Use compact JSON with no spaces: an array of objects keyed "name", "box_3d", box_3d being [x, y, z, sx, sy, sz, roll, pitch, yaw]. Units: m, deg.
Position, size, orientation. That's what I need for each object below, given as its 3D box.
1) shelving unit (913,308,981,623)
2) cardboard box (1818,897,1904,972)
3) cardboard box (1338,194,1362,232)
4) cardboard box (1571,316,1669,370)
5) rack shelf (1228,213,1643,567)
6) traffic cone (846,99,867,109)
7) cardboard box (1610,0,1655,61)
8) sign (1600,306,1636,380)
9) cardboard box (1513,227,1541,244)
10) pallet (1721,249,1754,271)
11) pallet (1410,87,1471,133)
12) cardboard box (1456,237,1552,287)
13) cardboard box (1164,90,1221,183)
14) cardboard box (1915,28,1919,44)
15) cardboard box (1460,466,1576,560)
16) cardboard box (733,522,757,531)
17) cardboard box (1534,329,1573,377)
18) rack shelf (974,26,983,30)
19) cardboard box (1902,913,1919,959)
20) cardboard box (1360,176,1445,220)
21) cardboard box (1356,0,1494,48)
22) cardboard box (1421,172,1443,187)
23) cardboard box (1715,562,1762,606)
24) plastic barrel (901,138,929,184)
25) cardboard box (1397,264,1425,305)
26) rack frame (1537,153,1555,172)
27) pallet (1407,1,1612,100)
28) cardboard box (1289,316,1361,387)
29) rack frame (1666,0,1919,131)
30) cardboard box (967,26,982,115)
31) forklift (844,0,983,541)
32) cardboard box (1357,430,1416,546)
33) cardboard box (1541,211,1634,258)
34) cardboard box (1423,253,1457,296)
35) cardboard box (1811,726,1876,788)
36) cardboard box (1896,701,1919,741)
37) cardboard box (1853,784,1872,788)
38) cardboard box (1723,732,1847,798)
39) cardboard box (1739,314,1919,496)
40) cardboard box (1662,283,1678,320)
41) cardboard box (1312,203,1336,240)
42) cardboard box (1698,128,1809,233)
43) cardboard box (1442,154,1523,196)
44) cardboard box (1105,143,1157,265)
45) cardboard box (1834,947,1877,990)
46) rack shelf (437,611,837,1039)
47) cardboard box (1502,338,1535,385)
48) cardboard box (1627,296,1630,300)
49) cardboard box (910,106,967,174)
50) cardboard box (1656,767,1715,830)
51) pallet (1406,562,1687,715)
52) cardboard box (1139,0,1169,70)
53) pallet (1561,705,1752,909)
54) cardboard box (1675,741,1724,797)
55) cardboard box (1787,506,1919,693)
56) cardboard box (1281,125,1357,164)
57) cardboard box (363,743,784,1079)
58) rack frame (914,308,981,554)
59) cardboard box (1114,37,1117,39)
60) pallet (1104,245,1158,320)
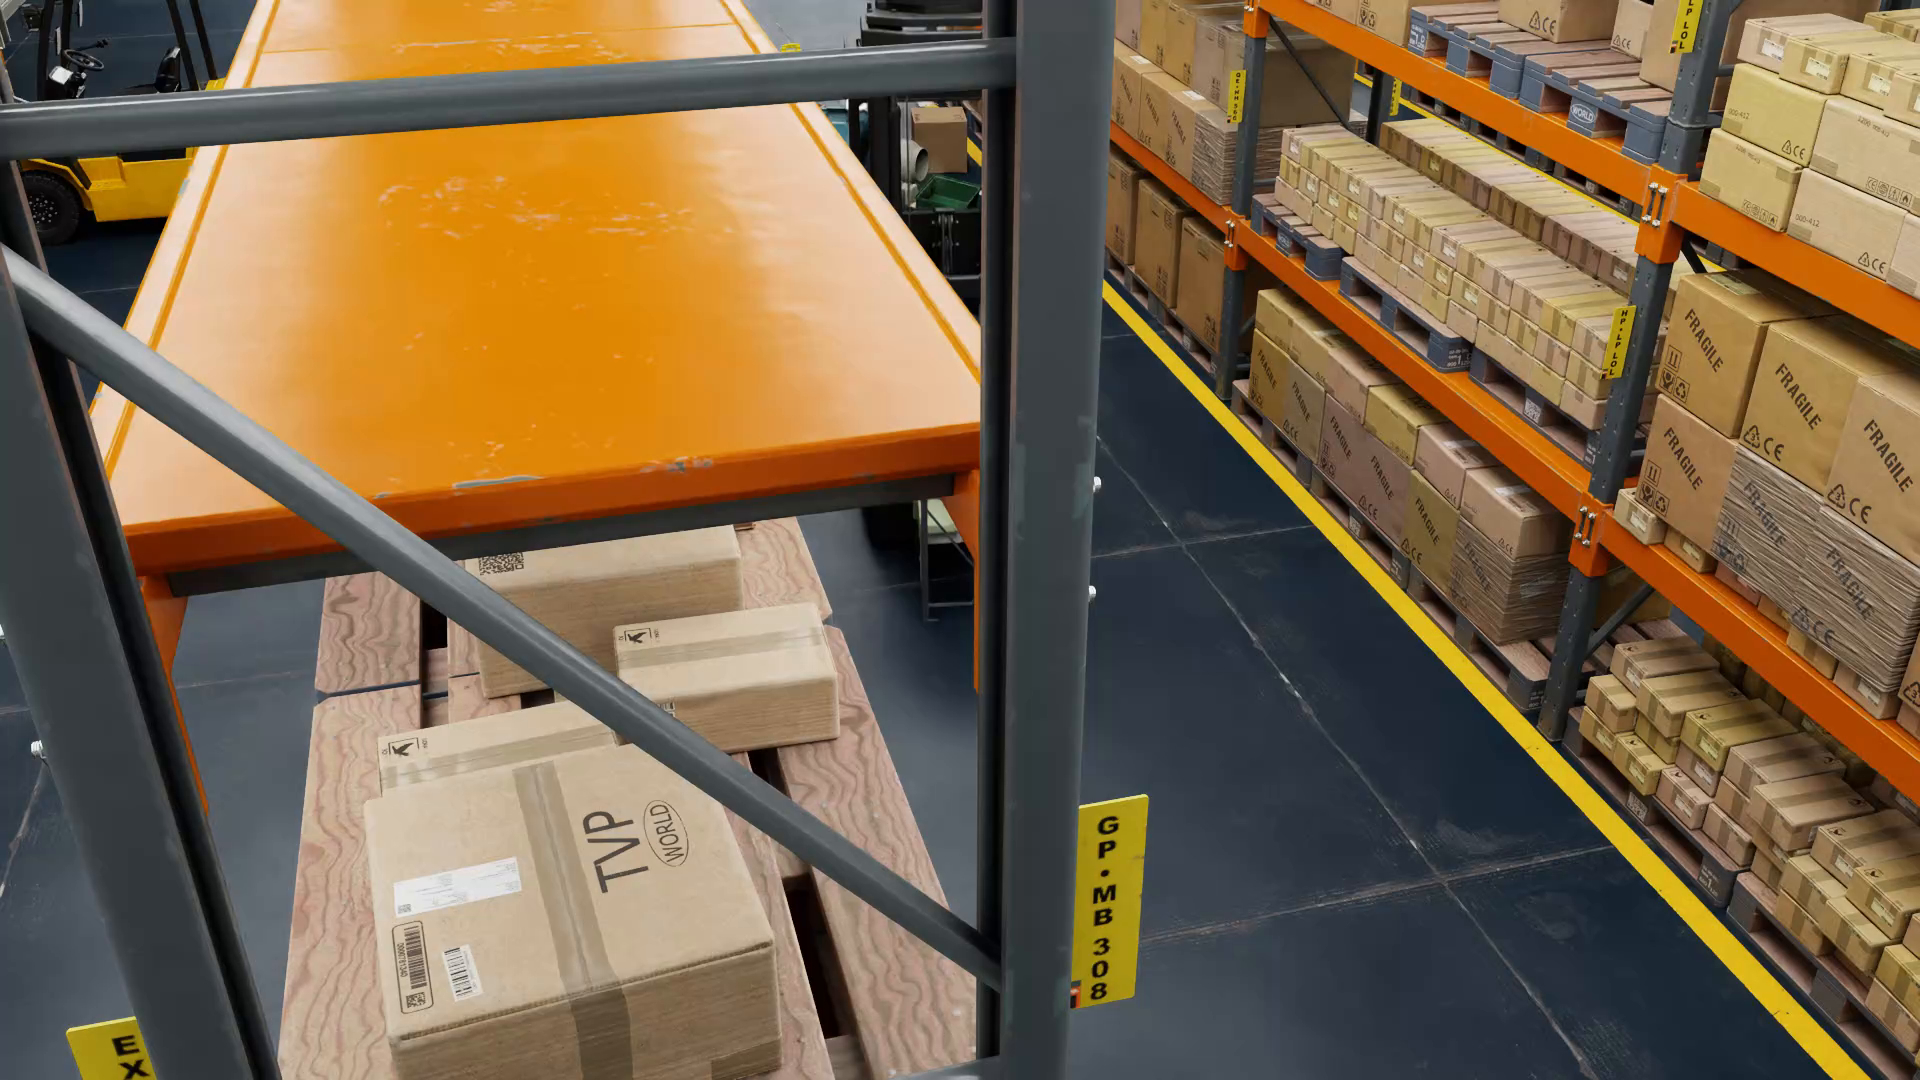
[{"name":"shelving unit","box_3d":[-0.033,-0.398,8.941,0.431,1.500,0.755,-2,30,-4]},{"name":"cardboard box","box_3d":[3.528,1.475,6.337,0.380,0.149,0.250,-8,31,-13]},{"name":"cardboard box","box_3d":[2.410,-1.901,9.575,0.380,0.149,0.250,-8,31,-13]},{"name":"cardboard box","box_3d":[3.027,-0.907,7.560,0.380,0.149,0.250,-6,31,-11]},{"name":"rack shelf","box_3d":[2.791,-1.063,9.311,1.077,0.370,4.000,-8,31,-13]},{"name":"traffic cone","box_3d":[-1.092,-4.661,17.341,0.336,0.463,0.334,-8,31,-13]},{"name":"cardboard box","box_3d":[3.290,-2.303,7.410,0.500,0.311,0.500,-8,31,-14]},{"name":"sign","box_3d":[2.787,-0.834,7.041,0.100,0.325,0.005,-8,31,-13]},{"name":"cardboard box","box_3d":[3.243,-1.617,9.084,0.380,0.149,0.250,-8,31,-14]},{"name":"pallet","box_3d":[6.863,-2.122,13.205,1.003,0.211,1.213,-8,31,-13]},{"name":"pallet","box_3d":[5.467,-4.586,17.463,1.003,0.211,1.213,-8,31,-13]},{"name":"cardboard box","box_3d":[2.756,-1.408,8.425,0.380,0.149,0.250,-9,31,-15]},{"name":"cardboard box","box_3d":[1.750,-2.807,11.505,0.500,0.500,0.500,-8,31,-13]},{"name":"cardboard box","box_3d":[3.748,-1.790,6.106,0.380,0.149,0.250,-7,31,-12]},{"name":"cardboard box","box_3d":[2.880,-0.159,8.358,0.500,0.250,0.500,-9,31,-15]},{"name":"cardboard box","box_3d":[-0.753,-0.330,3.712,0.500,0.500,0.500,-7,31,-12]},{"name":"cardboard box","box_3d":[2.954,-0.903,7.851,0.380,0.149,0.250,-8,31,-13]},{"name":"rack shelf","box_3d":[0.667,-4.927,15.986,1.077,0.370,4.000,-8,31,-13]},{"name":"cardboard box","box_3d":[3.700,1.461,6.065,0.380,0.149,0.250,-9,31,-15]},{"name":"cardboard box","box_3d":[2.474,-1.915,9.302,0.380,0.149,0.250,-6,31,-11]},{"name":"cardboard box","box_3d":[2.432,-2.889,8.654,0.500,0.500,0.500,-8,31,-13]},{"name":"cardboard box","box_3d":[2.975,-2.109,9.934,0.380,0.149,0.250,-7,31,-12]},{"name":"cardboard box","box_3d":[3.343,0.117,6.804,0.380,0.149,0.250,-9,31,-15]},{"name":"plastic barrel","box_3d":[-0.582,-3.501,15.377,0.512,0.421,0.421,13,32,21]},{"name":"cardboard box","box_3d":[2.605,-1.405,9.014,0.380,0.149,0.250,-9,31,-15]},{"name":"rack frame","box_3d":[6.007,-4.883,15.192,1.000,3.000,0.127,-8,31,-13]},{"name":"pallet","box_3d":[2.982,-2.438,8.162,1.213,0.211,1.003,-8,31,-13]},{"name":"cardboard box","box_3d":[2.344,-1.155,10.078,0.500,0.250,0.500,-8,31,-14]},{"name":"rack frame","box_3d":[3.321,-3.005,5.959,1.000,3.000,0.127,-8,31,-13]},{"name":"cardboard box","box_3d":[0.616,-4.723,16.617,0.875,0.875,0.875,-8,31,-14]},{"name":"forklift","box_3d":[-0.126,-1.970,10.228,1.130,2.935,3.031,-2,30,-4]},{"name":"cardboard box","box_3d":[2.614,-0.329,9.399,0.500,0.500,0.500,-9,31,-14]},{"name":"cardboard box","box_3d":[3.316,-1.615,8.783,0.380,0.149,0.250,-7,31,-11]},{"name":"cardboard box","box_3d":[2.672,-1.412,8.731,0.380,0.149,0.250,-8,31,-13]},{"name":"cardboard box","box_3d":[3.839,0.896,7.040,0.380,0.149,0.250,-7,31,-12]},{"name":"cardboard box","box_3d":[3.593,0.633,5.912,0.380,0.149,0.250,-7,31,-11]},{"name":"cardboard box","box_3d":[3.855,1.015,7.132,0.380,0.149,0.250,-8,31,-13]},{"name":"cardboard box","box_3d":[3.435,0.959,6.931,0.380,0.149,0.250,-9,31,-15]},{"name":"cardboard box","box_3d":[3.358,-0.515,6.250,0.500,0.500,0.500,-9,31,-15]},{"name":"cardboard box","box_3d":[3.580,-1.124,7.936,0.380,0.149,0.250,-7,31,-12]},{"name":"cardboard box","box_3d":[2.327,-1.911,9.888,0.380,0.149,0.250,-6,31,-11]},{"name":"cardboard box","box_3d":[3.190,-1.383,6.301,0.500,0.250,0.500,-6,31,-11]},{"name":"cardboard box","box_3d":[3.040,-2.119,9.654,0.380,0.149,0.250,-7,31,-12]},{"name":"cardboard box","box_3d":[1.702,-2.726,13.292,1.050,0.750,0.750,-8,31,-13]},{"name":"cardboard box","box_3d":[3.635,1.600,6.418,0.380,0.149,0.250,-7,31,-12]},{"name":"rack shelf","box_3d":[-0.893,0.277,4.000,1.077,0.370,4.000,-8,31,-13]},{"name":"cardboard box","box_3d":[2.891,-0.893,8.130,0.380,0.149,0.250,-8,31,-13]},{"name":"cardboard box","box_3d":[3.521,-1.111,8.210,0.380,0.149,0.250,-7,31,-12]},{"name":"cardboard box","box_3d":[-0.203,-3.805,15.822,0.500,0.500,0.500,-3,30,-5]},{"name":"cardboard box","box_3d":[3.295,1.104,7.275,0.380,0.149,0.250,-8,31,-14]},{"name":"pallet","box_3d":[3.113,0.422,8.809,1.003,0.211,1.213,-8,31,-13]},{"name":"cardboard box","box_3d":[1.740,-3.773,12.176,0.700,0.500,0.500,-8,31,-14]},{"name":"pallet","box_3d":[3.534,1.118,7.608,1.003,0.211,1.213,-8,31,-13]},{"name":"cardboard box","box_3d":[3.362,0.956,7.234,0.380,0.149,0.250,-8,31,-14]},{"name":"cardboard box","box_3d":[3.447,0.178,6.051,0.500,0.500,0.500,-9,31,-14]},{"name":"cardboard box","box_3d":[2.197,-2.420,10.174,0.380,0.149,0.250,-8,31,-13]},{"name":"cardboard box","box_3d":[-0.569,0.567,2.413,0.500,0.250,0.500,-11,32,-18]},{"name":"rack frame","box_3d":[-0.063,-0.581,9.257,0.400,1.500,0.023,-2,30,-4]},{"name":"cardboard box","box_3d":[1.213,-3.782,13.190,0.500,0.500,0.500,-8,31,-13]},{"name":"pallet","box_3d":[1.803,-2.113,13.189,1.003,0.211,1.213,-8,31,-13]}]
